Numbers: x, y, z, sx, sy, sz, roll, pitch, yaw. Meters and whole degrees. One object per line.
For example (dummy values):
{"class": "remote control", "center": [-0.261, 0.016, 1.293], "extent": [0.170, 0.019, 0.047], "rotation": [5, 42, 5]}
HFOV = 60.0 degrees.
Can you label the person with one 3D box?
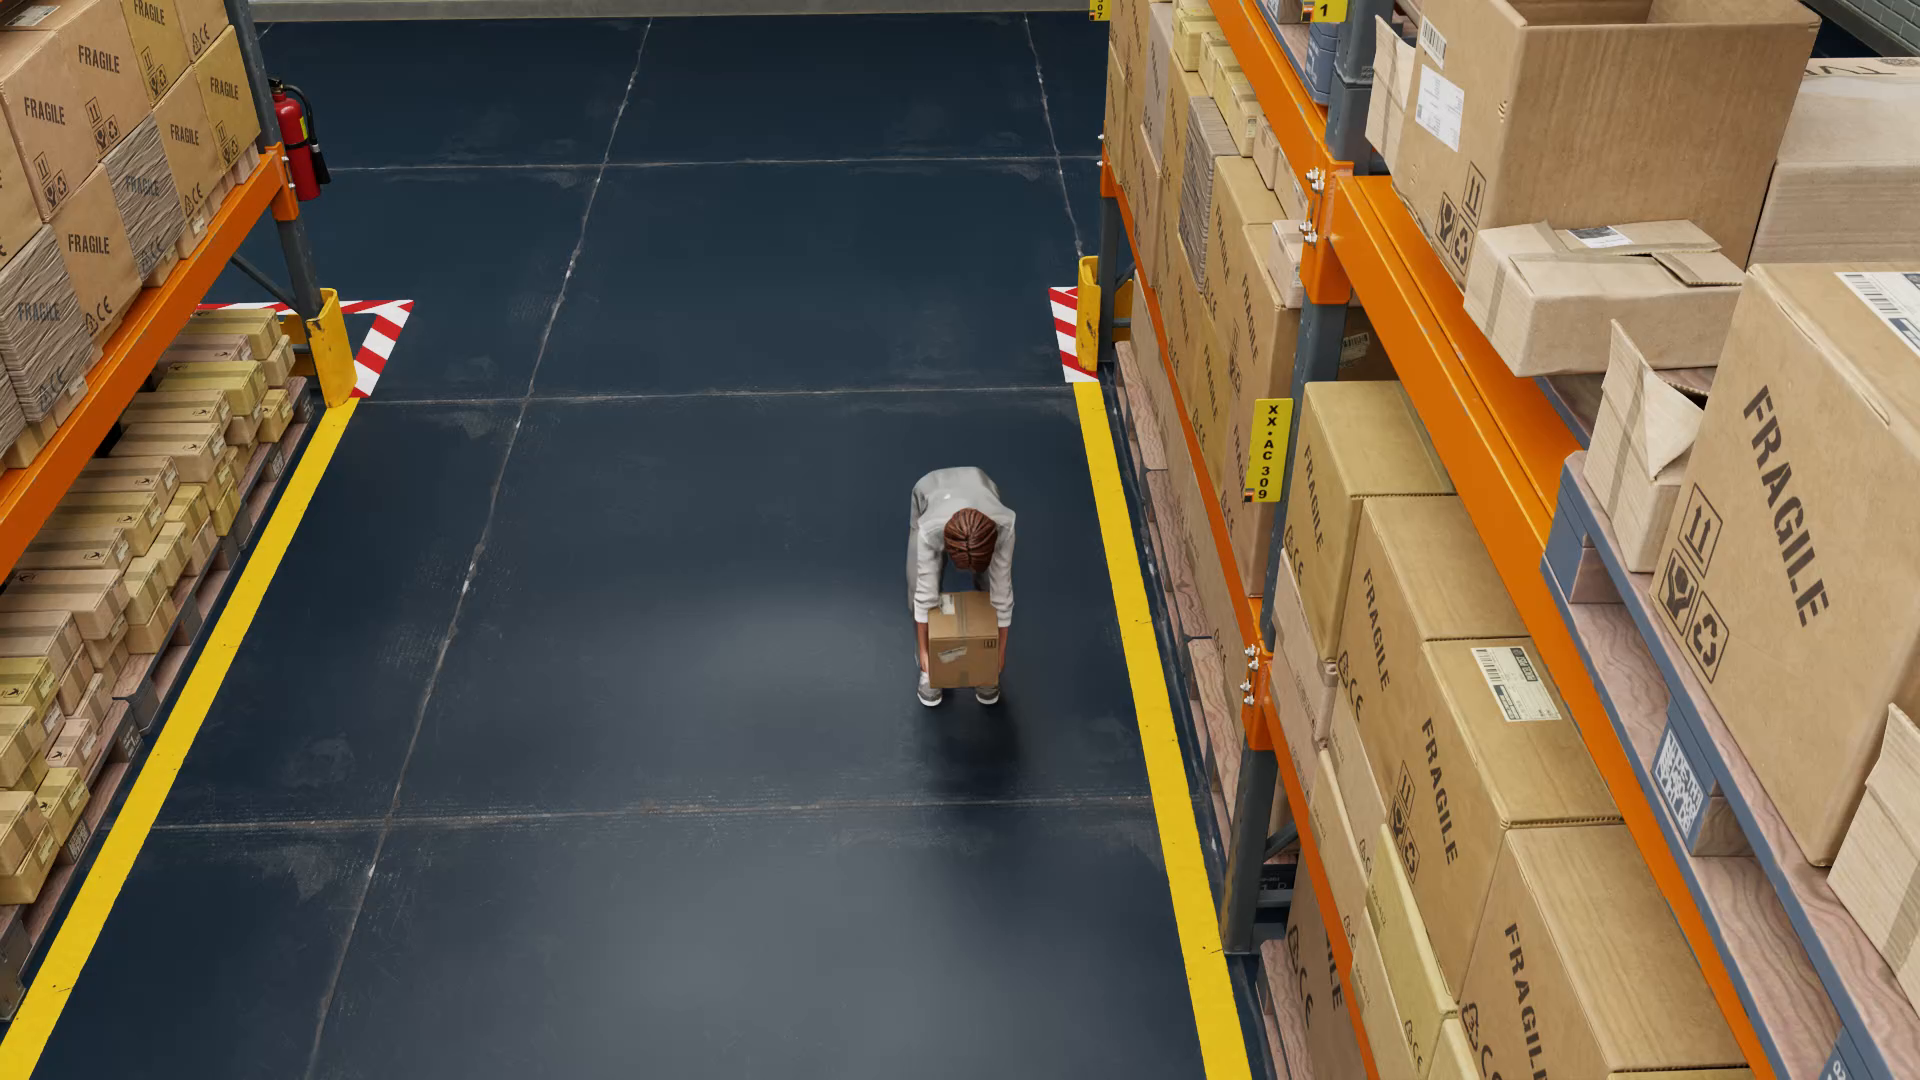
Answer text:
{"class": "person", "center": [0.005, 0.222, 6.220], "extent": [0.394, 1.164, 0.829], "rotation": [-3, 36, -4]}
